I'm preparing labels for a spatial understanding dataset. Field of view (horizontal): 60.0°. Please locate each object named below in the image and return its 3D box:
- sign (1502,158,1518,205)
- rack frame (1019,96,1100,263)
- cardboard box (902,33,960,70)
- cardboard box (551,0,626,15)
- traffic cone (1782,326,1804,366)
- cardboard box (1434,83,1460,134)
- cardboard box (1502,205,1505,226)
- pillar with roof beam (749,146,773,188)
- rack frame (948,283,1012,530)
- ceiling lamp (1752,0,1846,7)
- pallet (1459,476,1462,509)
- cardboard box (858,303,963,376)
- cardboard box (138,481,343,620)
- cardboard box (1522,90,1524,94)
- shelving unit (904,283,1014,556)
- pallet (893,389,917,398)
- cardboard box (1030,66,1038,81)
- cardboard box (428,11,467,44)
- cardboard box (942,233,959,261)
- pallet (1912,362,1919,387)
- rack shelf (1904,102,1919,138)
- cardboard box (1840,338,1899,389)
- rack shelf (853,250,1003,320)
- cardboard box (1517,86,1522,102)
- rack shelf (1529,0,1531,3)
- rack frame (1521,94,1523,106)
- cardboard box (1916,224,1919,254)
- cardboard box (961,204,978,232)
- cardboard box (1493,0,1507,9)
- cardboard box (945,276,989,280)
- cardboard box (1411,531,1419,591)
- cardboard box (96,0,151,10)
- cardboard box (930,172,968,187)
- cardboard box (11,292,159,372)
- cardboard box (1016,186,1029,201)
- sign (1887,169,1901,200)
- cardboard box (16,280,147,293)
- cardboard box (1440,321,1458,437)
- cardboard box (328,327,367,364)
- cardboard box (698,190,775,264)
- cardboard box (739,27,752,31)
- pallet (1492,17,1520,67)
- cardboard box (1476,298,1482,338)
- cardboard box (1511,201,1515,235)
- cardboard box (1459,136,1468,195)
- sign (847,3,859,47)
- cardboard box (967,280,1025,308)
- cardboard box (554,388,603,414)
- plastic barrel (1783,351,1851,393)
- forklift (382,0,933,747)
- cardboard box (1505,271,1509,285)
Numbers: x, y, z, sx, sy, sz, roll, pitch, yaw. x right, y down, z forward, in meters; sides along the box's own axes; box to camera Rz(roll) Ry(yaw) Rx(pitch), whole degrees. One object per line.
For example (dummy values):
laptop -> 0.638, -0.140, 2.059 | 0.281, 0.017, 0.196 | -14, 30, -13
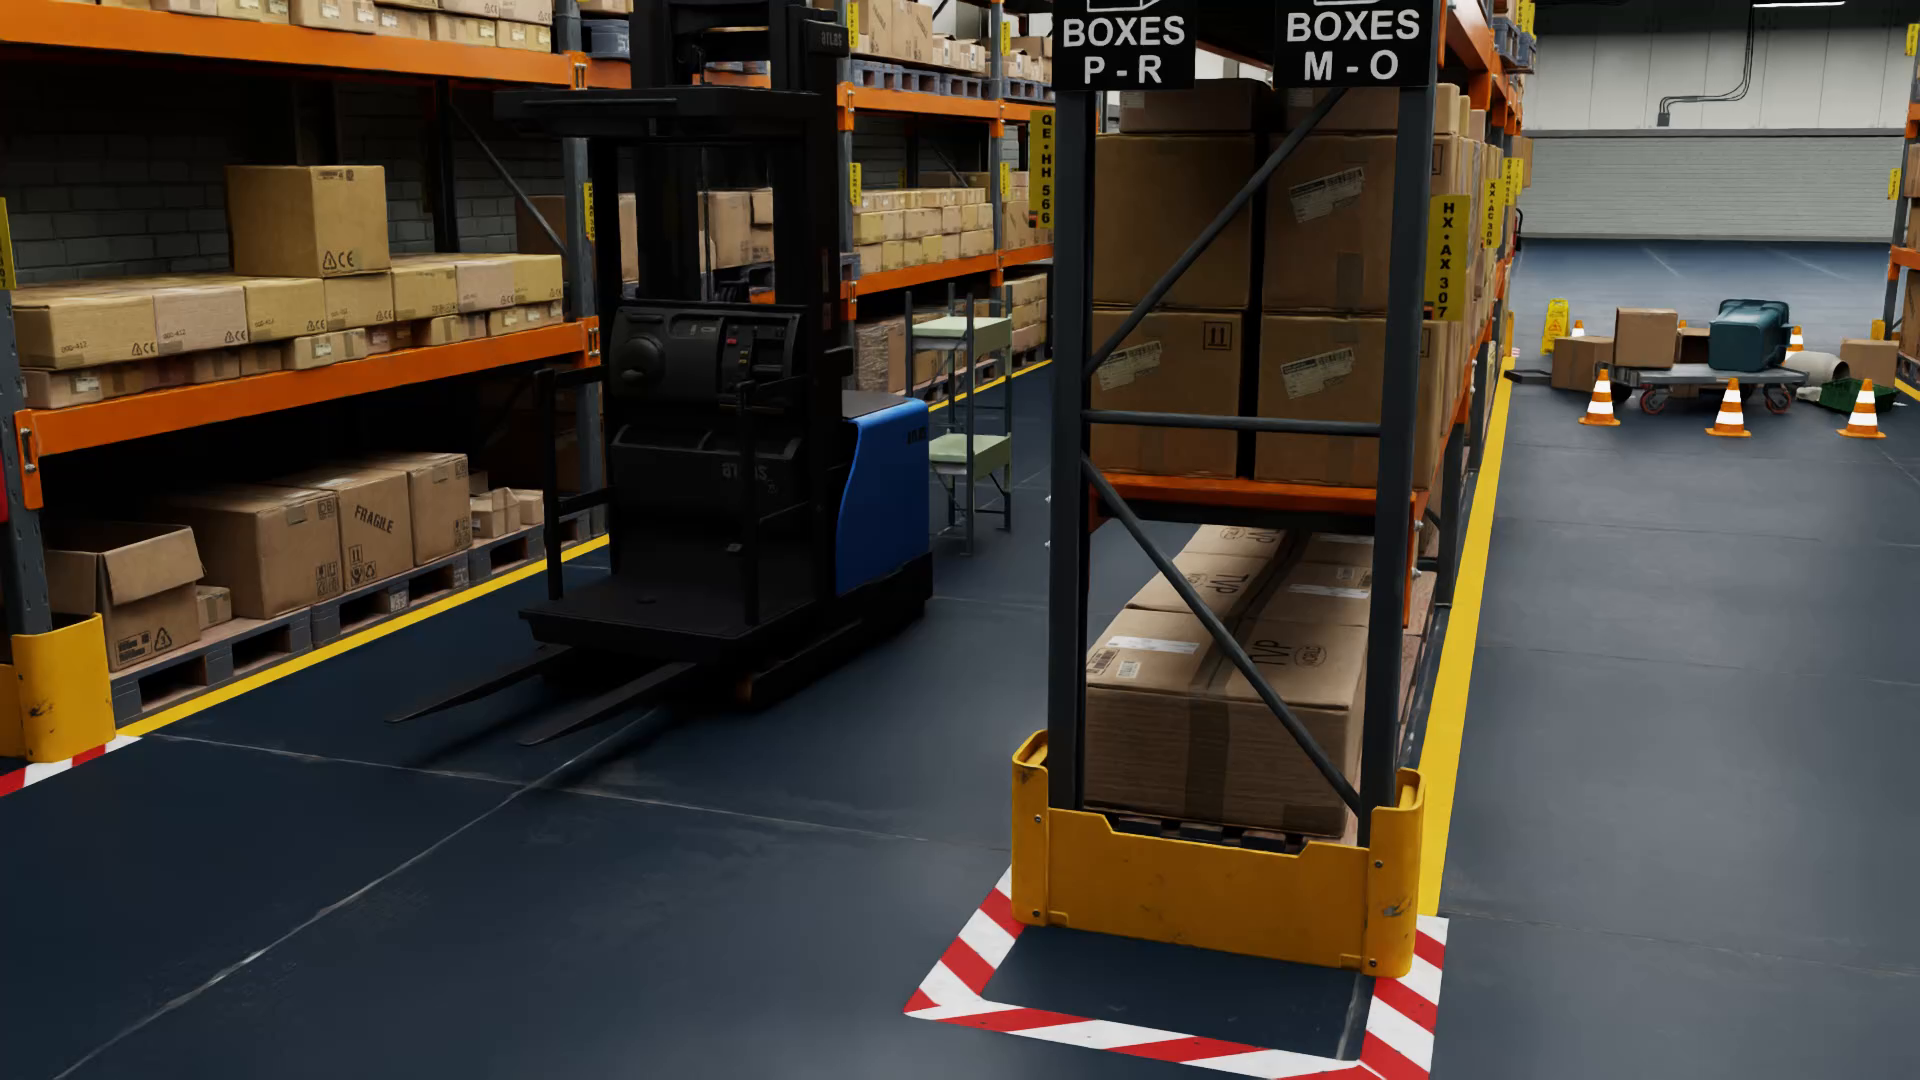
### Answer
sign -> 3.868, -2.529, 11.726 | 0.100, 0.325, 0.005 | 4, 14, 18
rack frame -> 1.232, -4.045, 20.969 | 1.000, 3.000, 0.127 | 4, 14, 18
cardboard box -> -0.314, -4.544, 15.444 | 0.500, 0.311, 0.500 | 4, 13, 16
cardboard box -> -2.178, -3.146, 9.685 | 0.380, 0.149, 0.250 | 5, 14, 19
traffic cone -> 9.131, -2.107, 18.179 | 0.336, 0.463, 0.334 | 4, 14, 18
cardboard box -> 1.340, -1.334, 5.160 | 0.380, 0.149, 0.250 | 5, 14, 20
cardboard box -> 4.544, -3.026, 14.669 | 0.500, 0.500, 0.500 | 4, 14, 19
pillar with roof beam -> 2.286, -5.315, 13.050 | 9.100, 9.000, 0.400 | 4, 14, 18
rack frame -> 0.121, -0.810, 10.165 | 0.400, 1.500, 0.023 | 4, 14, 18
ceiling lamp -> 20.097, -14.363, 39.574 | 2.000, 3.185, 0.800 | 4, 14, 18
pallet -> 2.618, -0.228, 10.512 | 1.003, 0.211, 1.213 | 4, 14, 18
cardboard box -> -0.479, -1.976, 16.298 | 0.875, 0.625, 0.625 | 4, 14, 18
cardboard box -> -3.344, 0.039, 7.751 | 0.700, 0.500, 0.500 | 5, 14, 21
cardboard box -> 6.019, -5.095, 18.499 | 0.500, 0.250, 0.500 | 4, 14, 18
shelving unit -> 0.002, -0.733, 9.827 | 0.431, 1.500, 0.755 | 4, 14, 18
pallet -> -1.053, -1.172, 14.646 | 1.003, 0.211, 1.213 | 4, 14, 18
cardboard box -> 0.619, -5.031, 17.942 | 0.380, 0.149, 0.250 | 5, 14, 20
cardboard box -> -2.749, -2.603, 8.473 | 0.380, 0.149, 0.250 | 4, 14, 18
cardboard box -> -0.325, -2.796, 15.834 | 0.500, 0.250, 0.500 | 4, 14, 19
pallet -> 10.065, -1.564, 16.365 | 1.003, 0.211, 1.213 | 4, 14, 18
rack shelf -> 9.999, -4.044, 15.840 | 1.077, 0.370, 4.000 | 4, 14, 18
cardboard box -> 8.883, -1.694, 16.282 | 0.500, 0.500, 0.500 | 7, 15, 28
rack shelf -> -0.709, -2.431, 15.514 | 1.077, 0.370, 4.000 | 4, 14, 18
cardboard box -> 5.469, -4.499, 16.782 | 0.380, 0.149, 0.250 | 4, 13, 17
rack shelf -> 5.283, -5.840, 16.974 | 1.077, 0.370, 4.000 | 4, 14, 18
rack frame -> 5.930, -3.688, 19.406 | 1.000, 3.000, 0.127 | 4, 14, 18
cardboard box -> 10.112, -3.119, 16.574 | 0.875, 0.550, 0.550 | 4, 14, 18
cardboard box -> -0.139, -3.143, 16.229 | 0.500, 0.250, 0.500 | 4, 13, 17
cardboard box -> 2.607, -3.042, 8.667 | 0.500, 0.500, 0.500 | 4, 13, 17
cardboard box -> 0.064, -2.780, 18.414 | 0.500, 0.250, 0.500 | 4, 13, 18
cardboard box -> 1.742, 0.007, 8.030 | 0.875, 0.438, 0.875 | 4, 13, 18
cardboard box -> -3.463, -2.176, 6.605 | 0.380, 0.149, 0.250 | 4, 14, 19
cardboard box -> -0.125, -3.852, 17.771 | 0.380, 0.149, 0.250 | 4, 13, 17
cardboard box -> -3.543, -0.824, 6.526 | 0.500, 0.250, 0.500 | 4, 14, 19
cardboard box -> 0.580, -3.774, 18.099 | 0.380, 0.149, 0.250 | 5, 14, 20
sign -> 10.123, -3.855, 18.014 | 0.100, 0.325, 0.005 | 4, 14, 18
cardboard box -> -3.879, -0.972, 7.176 | 0.500, 0.250, 0.500 | 4, 14, 19
cardboard box -> 1.499, -0.663, 5.927 | 0.500, 0.500, 0.500 | 4, 14, 18
cardboard box -> -3.049, -0.928, 7.876 | 0.380, 0.149, 0.250 | 5, 14, 20
cardboard box -> -1.710, -2.259, 11.967 | 0.797, 0.503, 0.637 | 4, 13, 17
cardboard box -> -1.685, -3.583, 11.646 | 0.380, 0.149, 0.250 | 5, 14, 20
pallet -> 2.824, -2.999, 10.071 | 1.003, 0.211, 1.213 | 5, 14, 21
cardboard box -> 2.605, -1.271, 9.154 | 0.500, 0.250, 0.500 | 4, 13, 17
cardboard box -> 5.683, -3.538, 17.854 | 0.500, 0.500, 0.500 | 4, 14, 18
cardboard box -> 1.497, -1.154, 5.833 | 0.500, 0.500, 0.500 | 4, 14, 18
sign -> -0.844, -4.035, 13.025 | 0.100, 0.325, 0.005 | 4, 14, 18
cardboard box -> 0.391, -2.634, 17.774 | 0.500, 0.250, 0.500 | 4, 13, 18
cardboard box -> -2.283, -0.877, 10.305 | 0.380, 0.149, 0.250 | 5, 14, 21
plastic barrel -> 8.268, -1.604, 16.065 | 0.421, 0.421, 0.512 | -8, 15, -30
forklift -> -1.200, -0.829, 7.035 | 1.130, 2.935, 3.031 | 6, 14, 23
cardboard box -> 5.428, -2.684, 17.100 | 0.380, 0.149, 0.250 | 5, 14, 22
